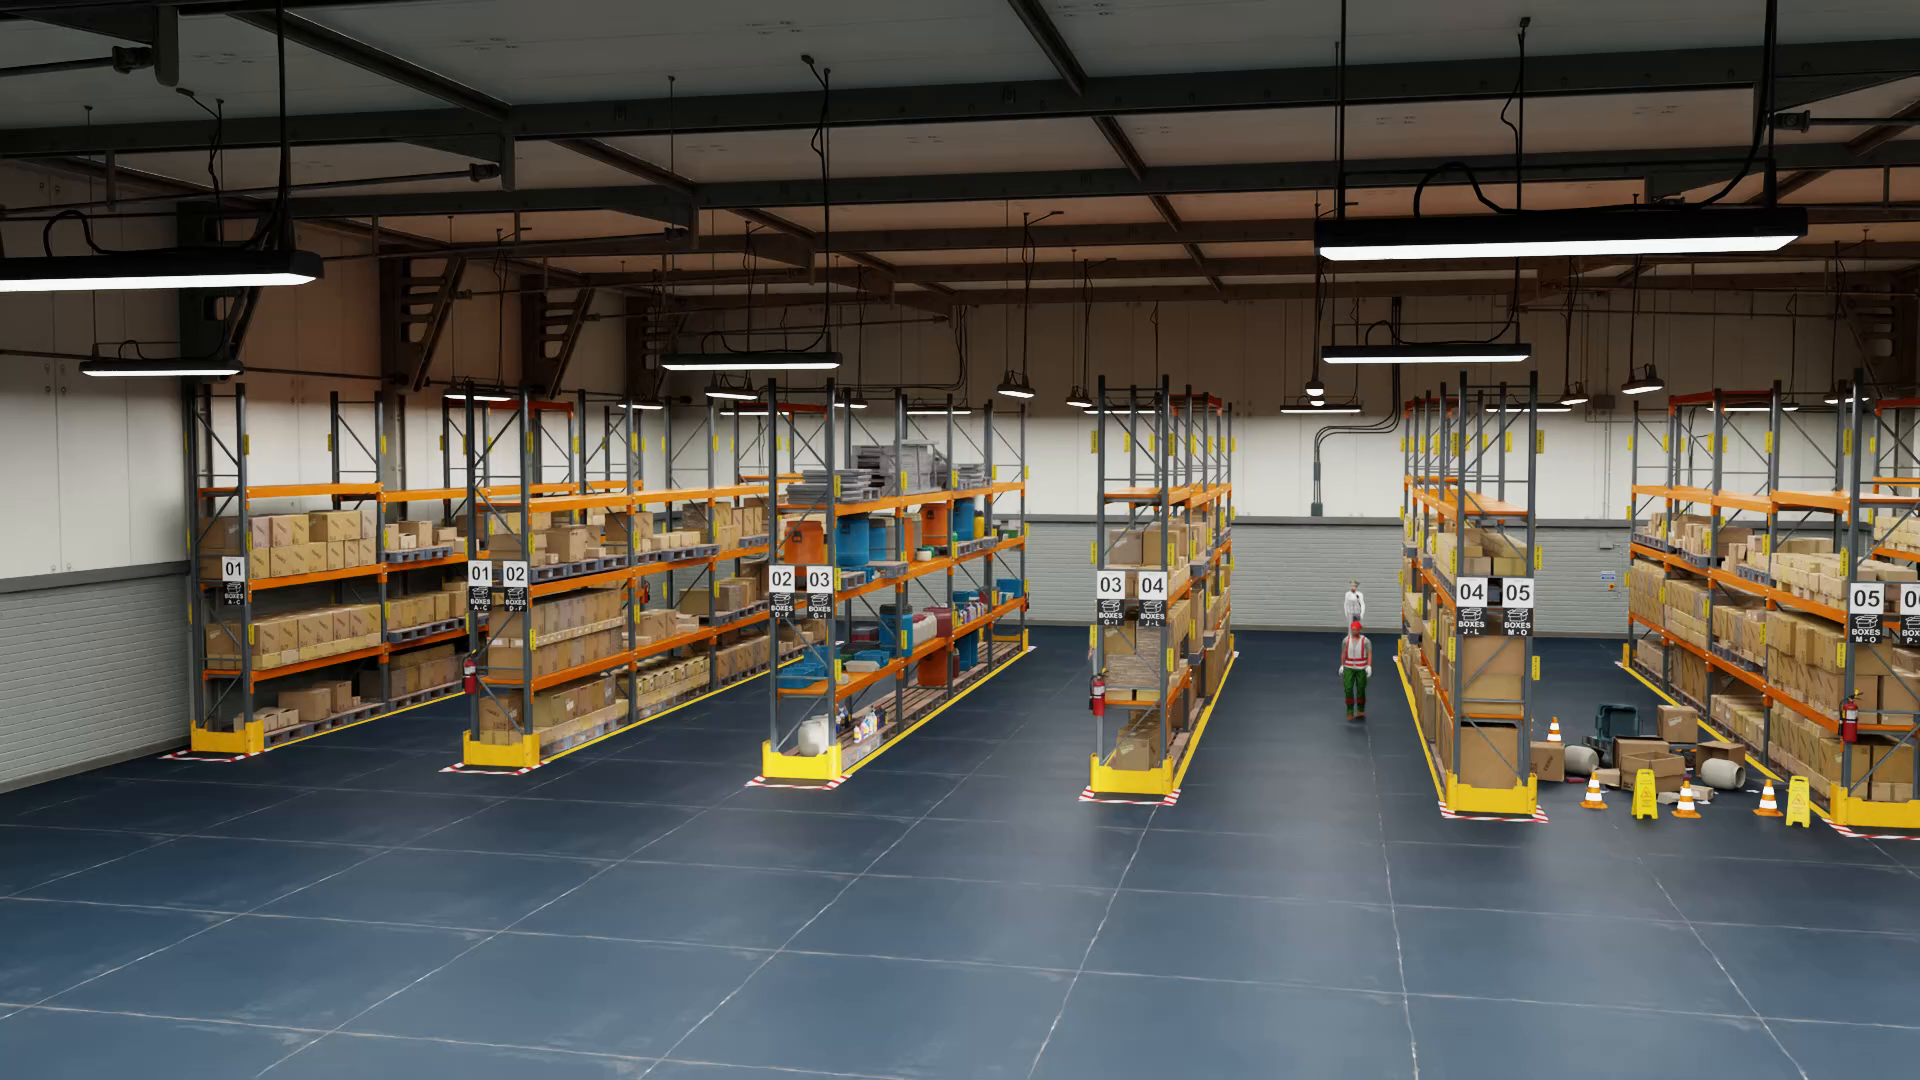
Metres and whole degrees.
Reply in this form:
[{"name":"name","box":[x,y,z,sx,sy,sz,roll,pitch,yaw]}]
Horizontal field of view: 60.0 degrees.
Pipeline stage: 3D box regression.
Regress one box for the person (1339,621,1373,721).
[{"name":"person","box":[7.229,2.384,30.384,0.623,1.825,0.596,2,4,25]}]

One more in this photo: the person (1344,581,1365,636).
[{"name":"person","box":[9.776,1.812,41.190,0.486,1.621,1.034,1,3,10]}]

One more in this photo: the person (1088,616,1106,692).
[{"name":"person","box":[2.845,2.293,33.066,0.535,1.655,0.502,2,4,28]}]
